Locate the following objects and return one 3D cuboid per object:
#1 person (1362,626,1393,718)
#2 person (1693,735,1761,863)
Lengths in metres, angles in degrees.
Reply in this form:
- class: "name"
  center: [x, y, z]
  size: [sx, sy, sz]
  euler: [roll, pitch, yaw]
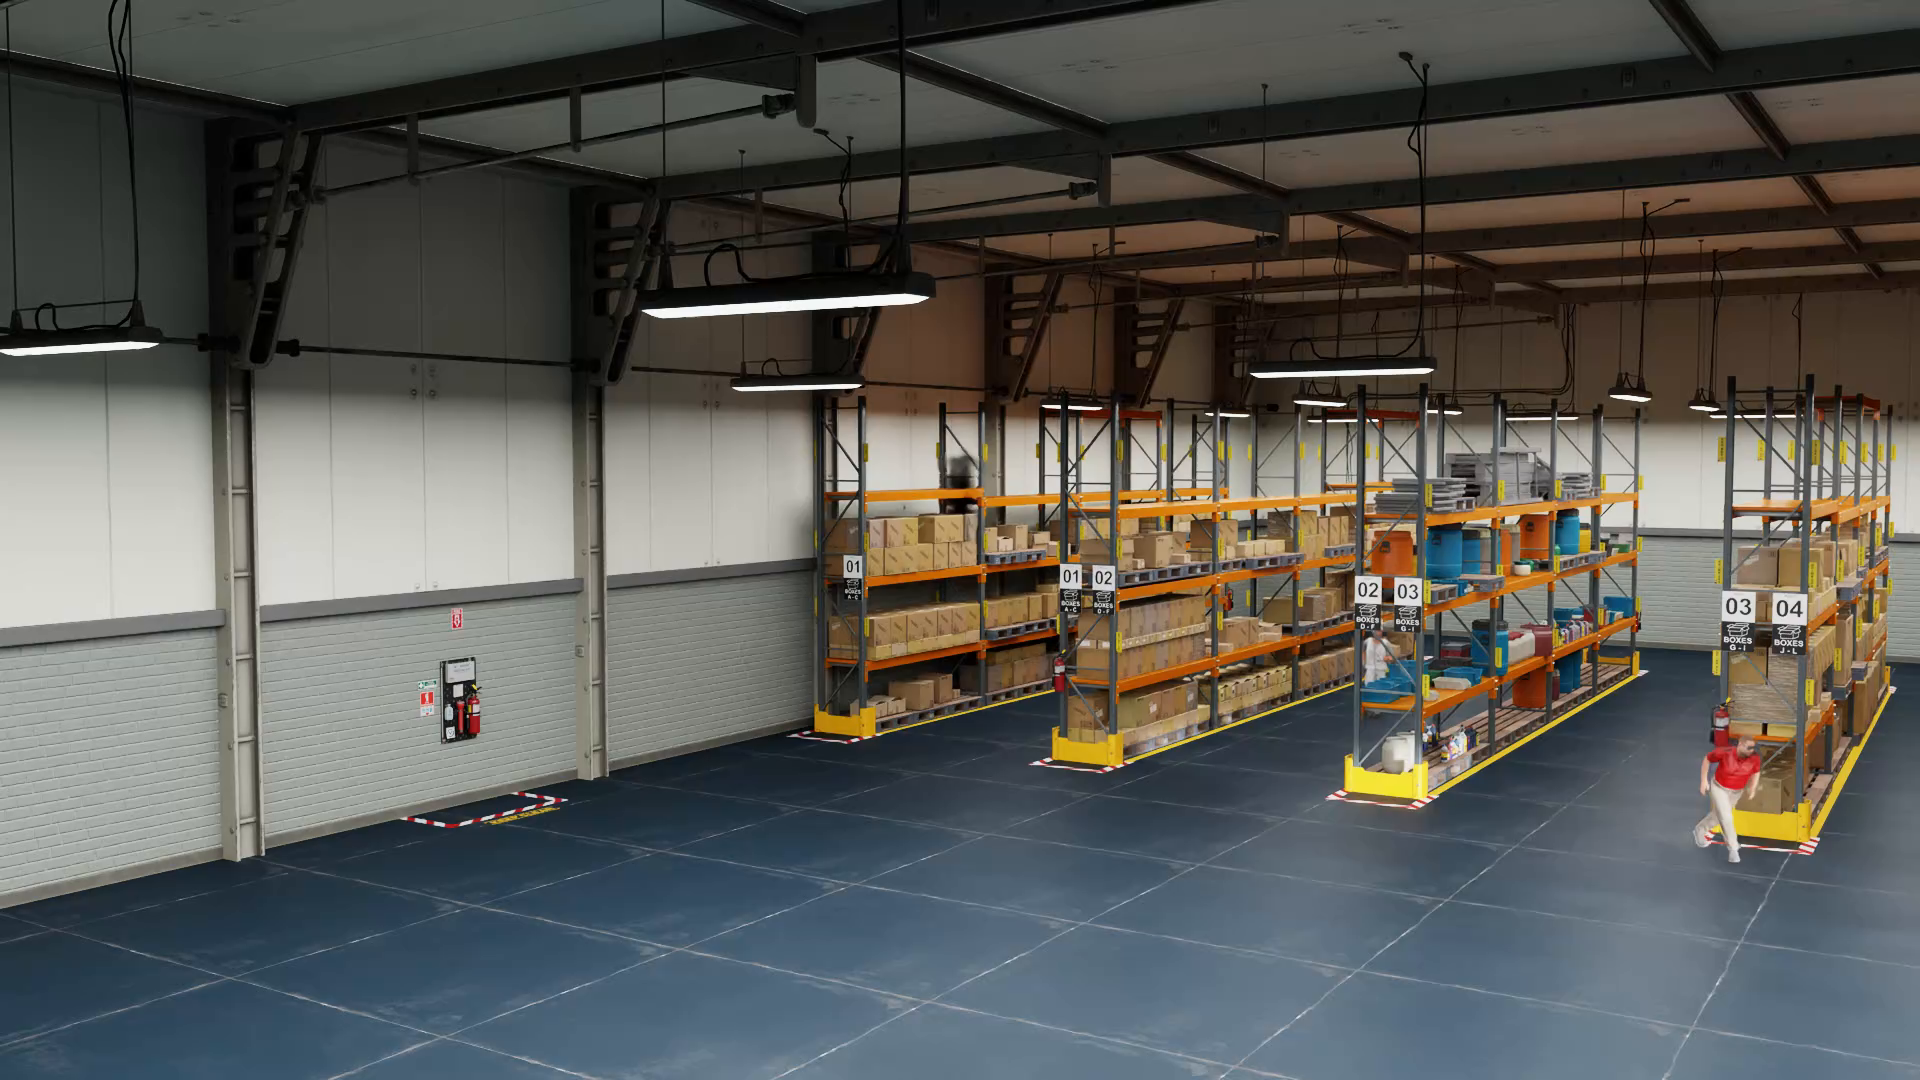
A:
- class: "person"
  center: [7.811, 2.466, 31.268]
  size: [0.637, 1.783, 0.703]
  euler: [1, 3, 15]
- class: "person"
  center: [9.475, 3.125, 20.629]
  size: [0.675, 1.563, 1.067]
  euler: [0, 3, -5]
